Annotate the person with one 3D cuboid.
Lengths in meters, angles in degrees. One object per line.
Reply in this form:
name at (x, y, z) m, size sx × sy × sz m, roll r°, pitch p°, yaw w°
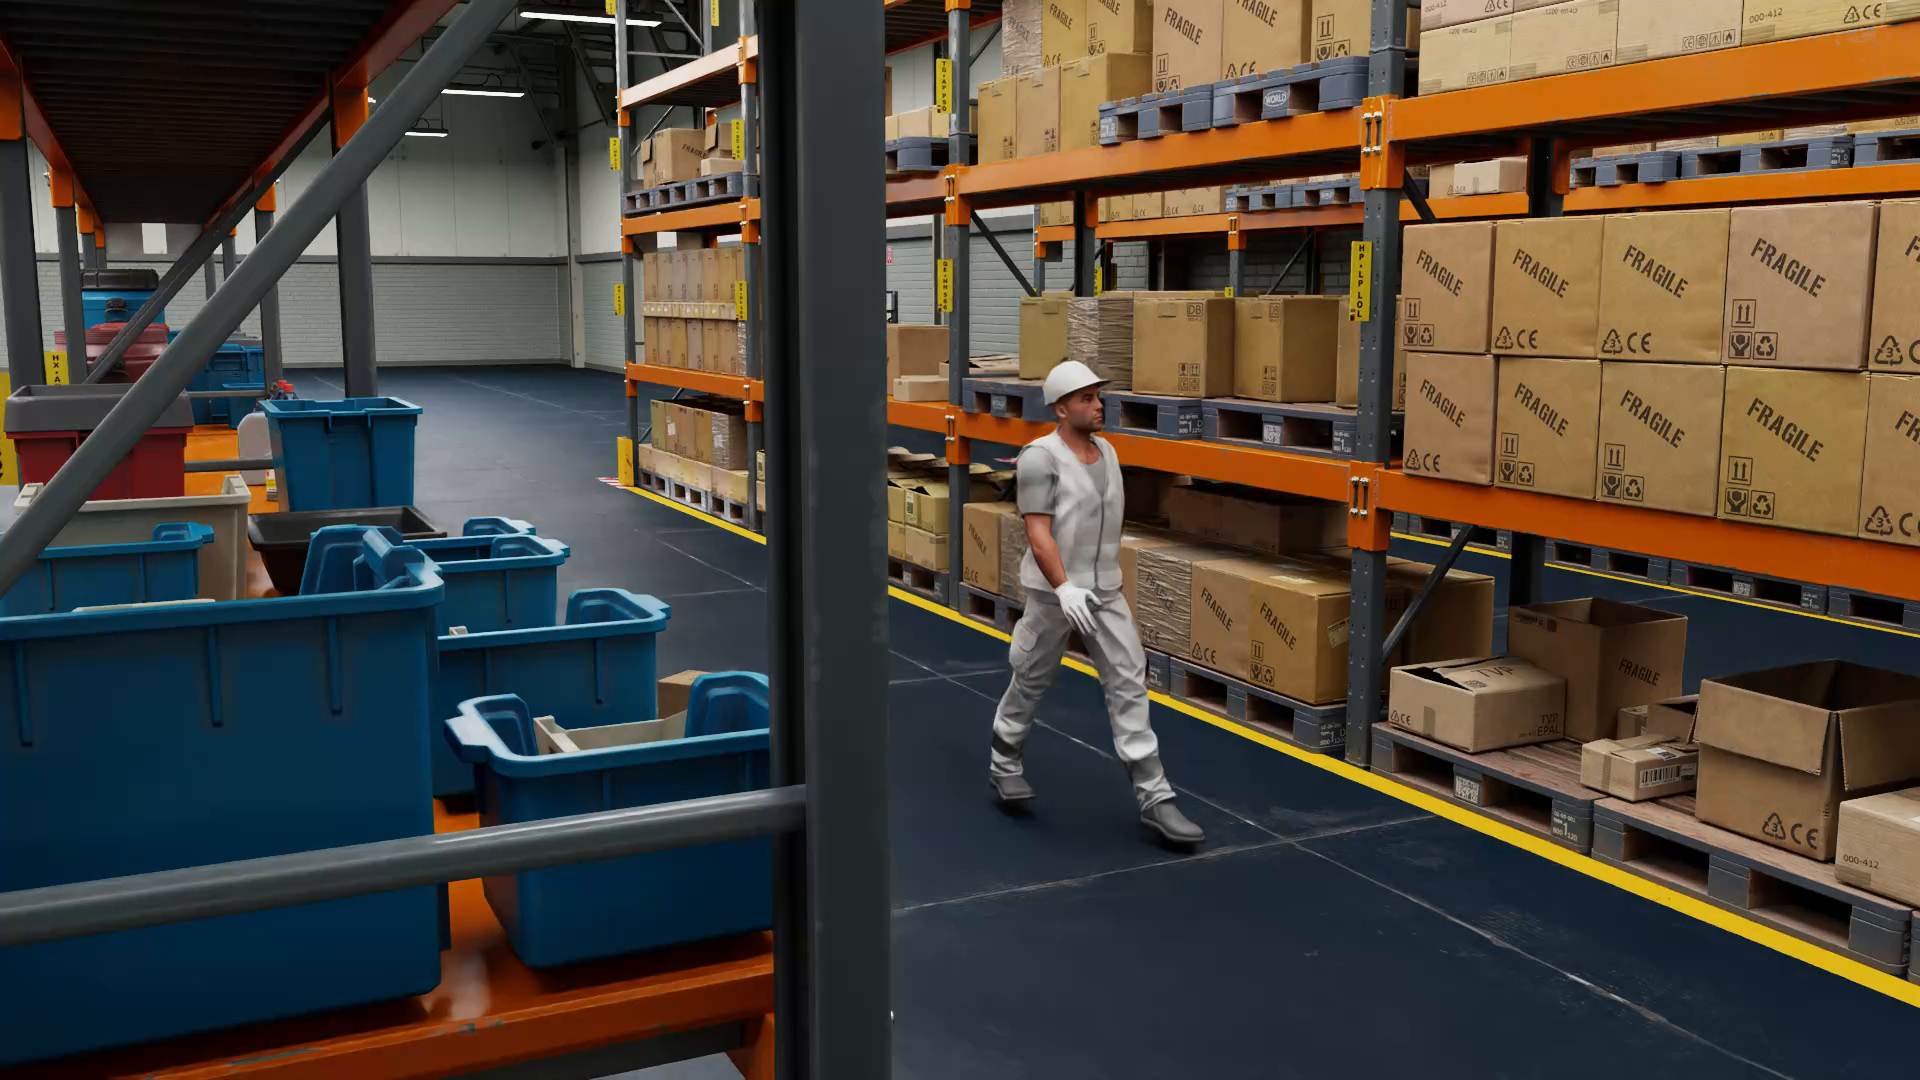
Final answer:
person at (0.481, 0.202, 6.243) m, size 0.522 × 1.733 × 1.010 m, roll -6°, pitch 10°, yaw -34°
